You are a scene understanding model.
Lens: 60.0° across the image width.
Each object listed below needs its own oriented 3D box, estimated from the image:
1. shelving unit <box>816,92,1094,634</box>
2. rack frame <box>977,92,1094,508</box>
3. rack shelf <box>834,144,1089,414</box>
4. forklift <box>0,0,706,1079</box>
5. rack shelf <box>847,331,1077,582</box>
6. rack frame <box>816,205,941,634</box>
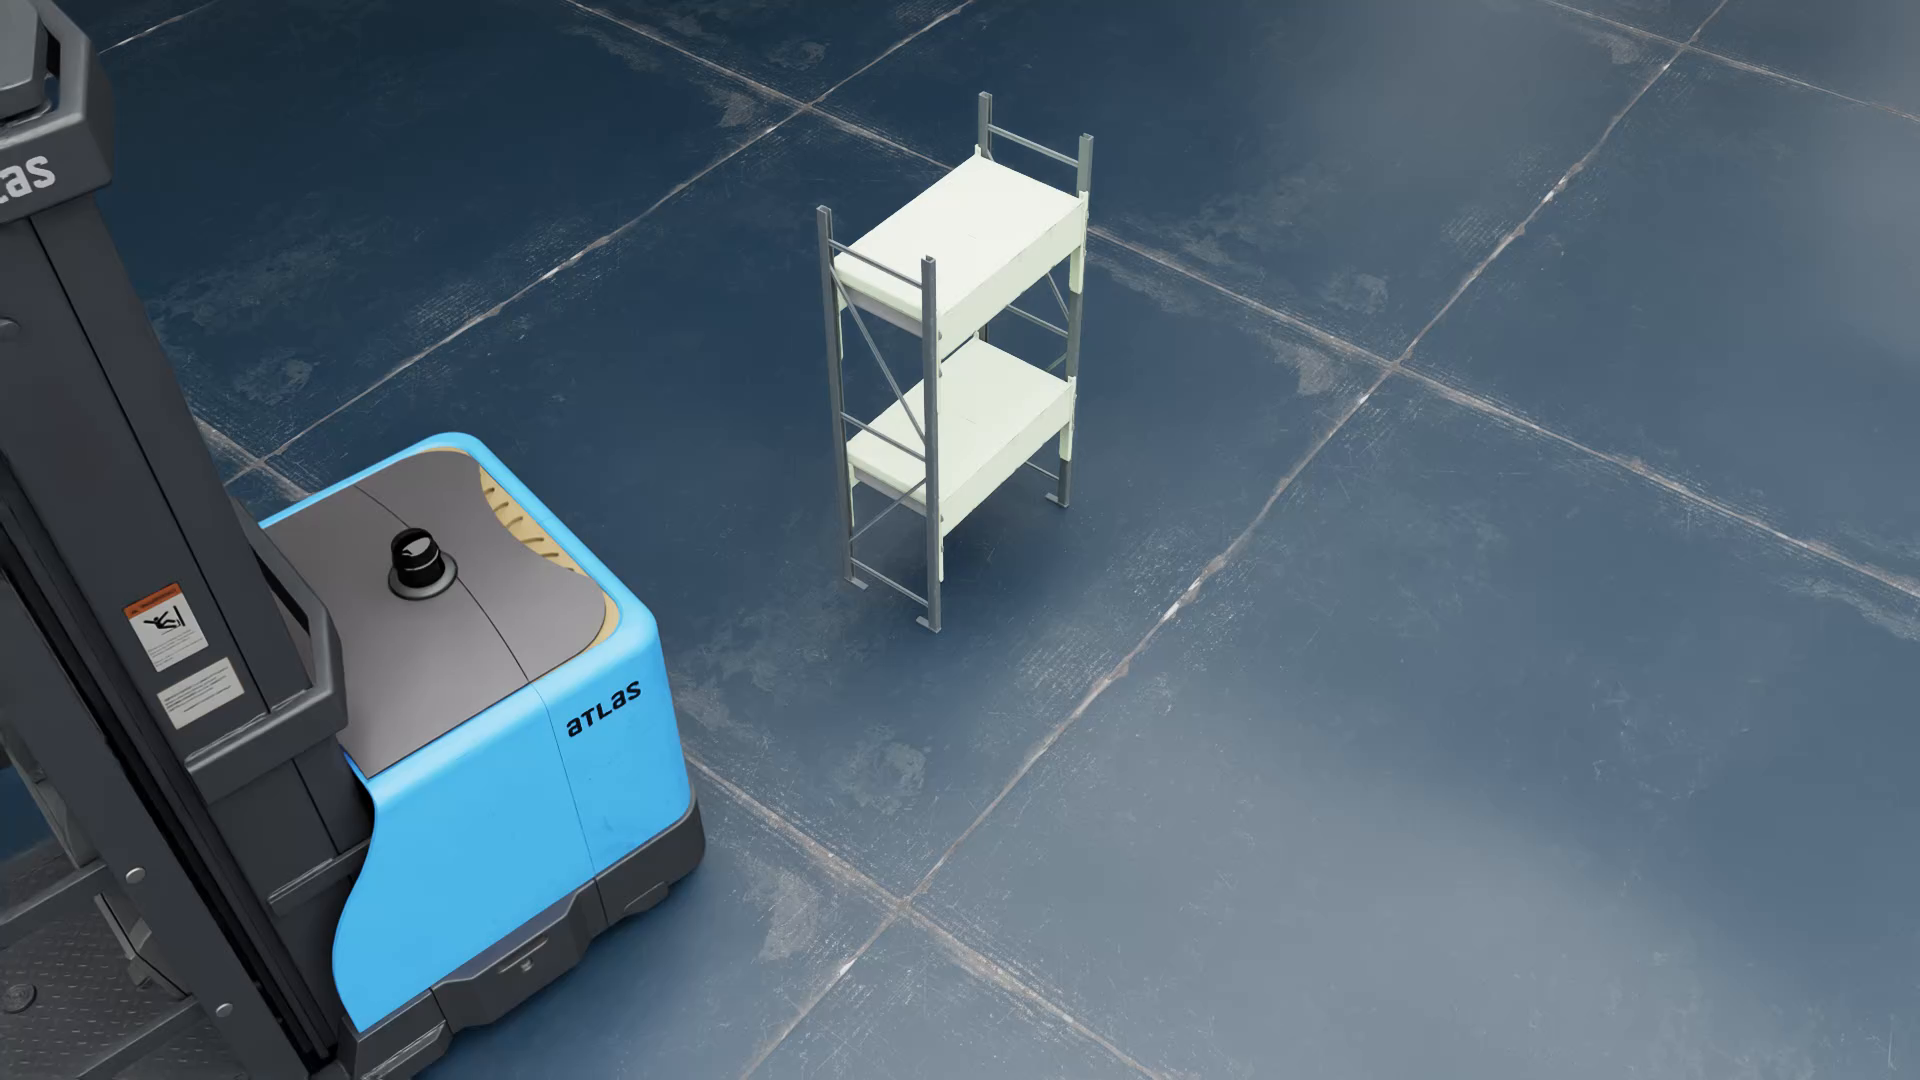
[{"bbox_3d":[-0.004,-0.514,5.204,0.431,1.500,0.755,29,53,25],"label":"shelving unit"},{"bbox_3d":[0.220,-0.724,5.404,0.400,1.500,0.023,29,53,25],"label":"rack frame"},{"bbox_3d":[-0.004,-0.784,4.922,0.431,0.370,0.720,29,53,25],"label":"rack shelf"},{"bbox_3d":[-2.174,0.372,3.368,3.031,2.935,1.130,-32,54,-27],"label":"forklift"},{"bbox_3d":[-0.004,-0.289,5.440,0.431,0.370,0.720,29,53,25],"label":"rack shelf"},{"bbox_3d":[-0.228,-0.305,5.004,0.400,1.500,0.023,29,53,25],"label":"rack frame"}]
